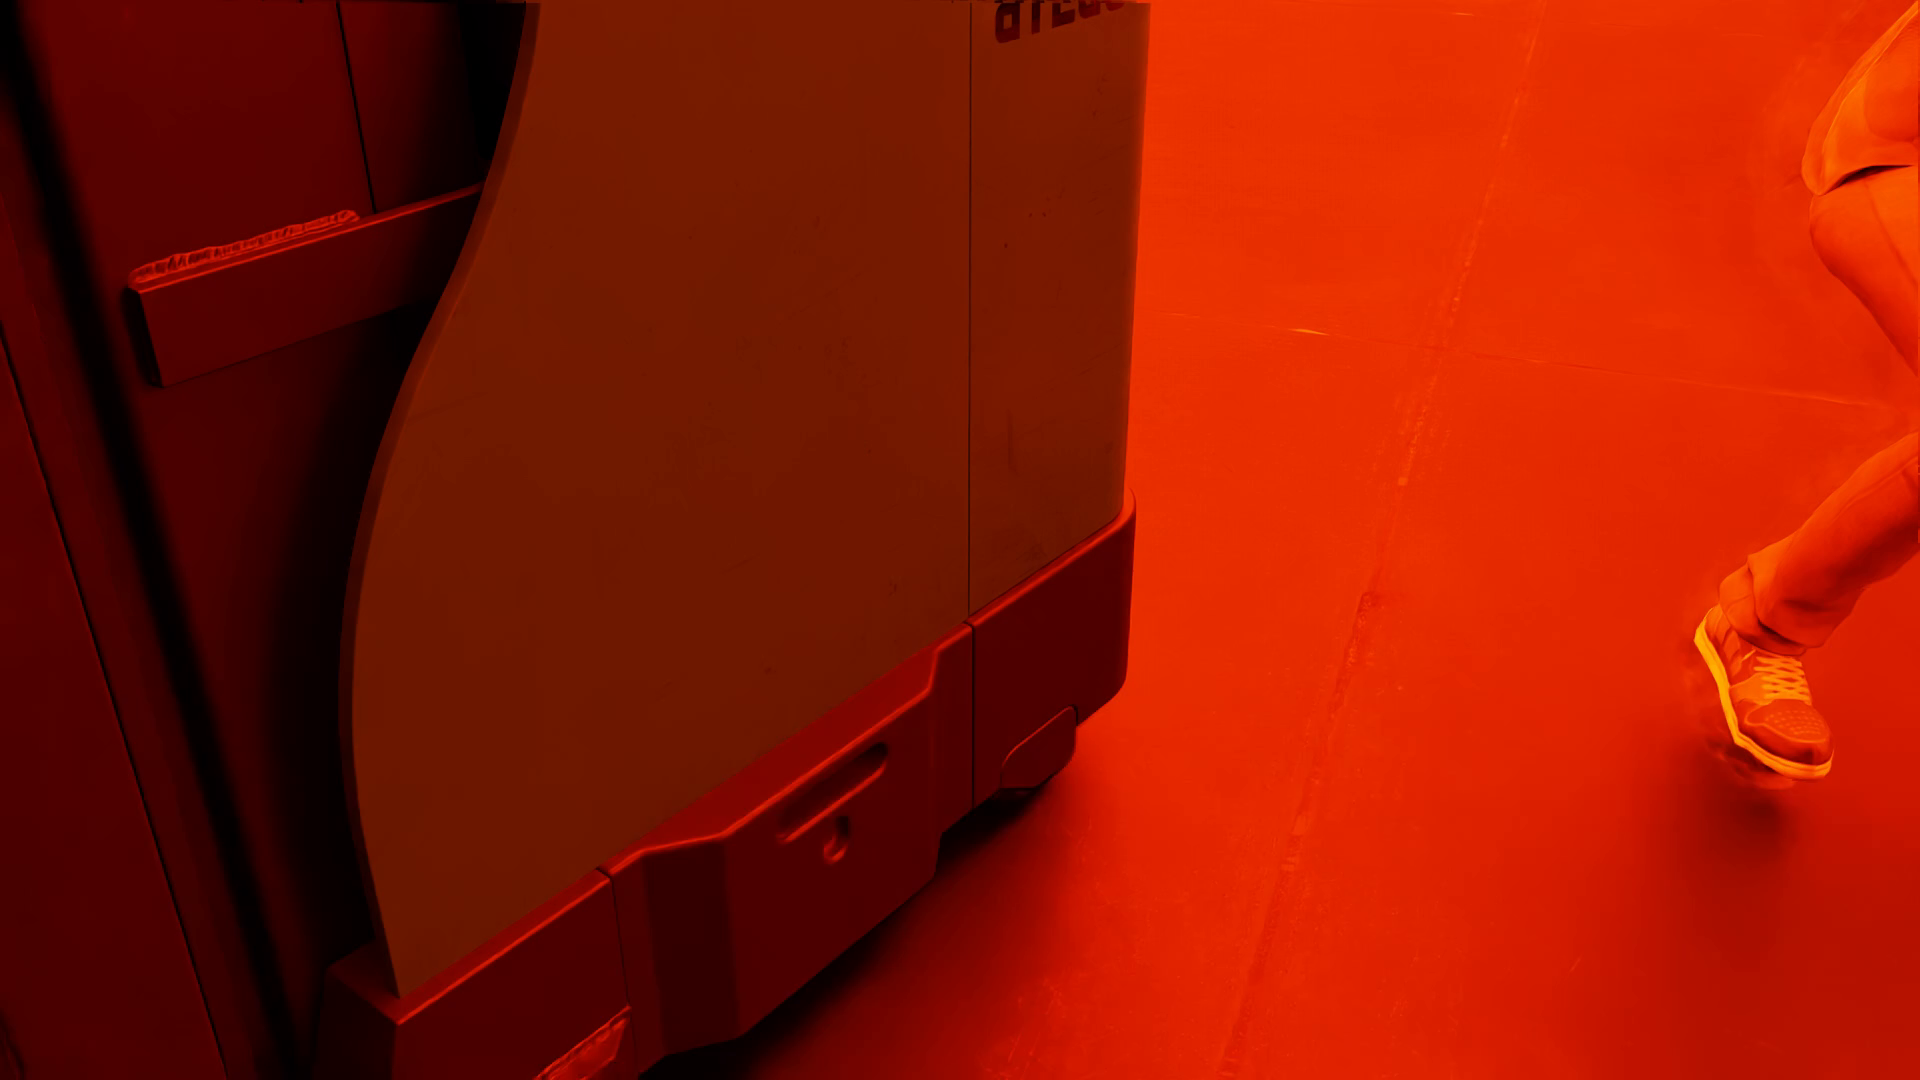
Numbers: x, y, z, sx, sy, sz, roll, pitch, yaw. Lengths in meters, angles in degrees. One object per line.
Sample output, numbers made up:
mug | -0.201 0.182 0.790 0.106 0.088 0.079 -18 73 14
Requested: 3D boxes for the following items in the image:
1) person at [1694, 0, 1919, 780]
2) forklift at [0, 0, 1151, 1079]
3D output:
person | 1.257 -0.310 1.717 0.736 1.370 0.765 -3 30 -5
forklift | -1.105 -0.639 0.655 1.130 2.935 3.031 22 36 33
